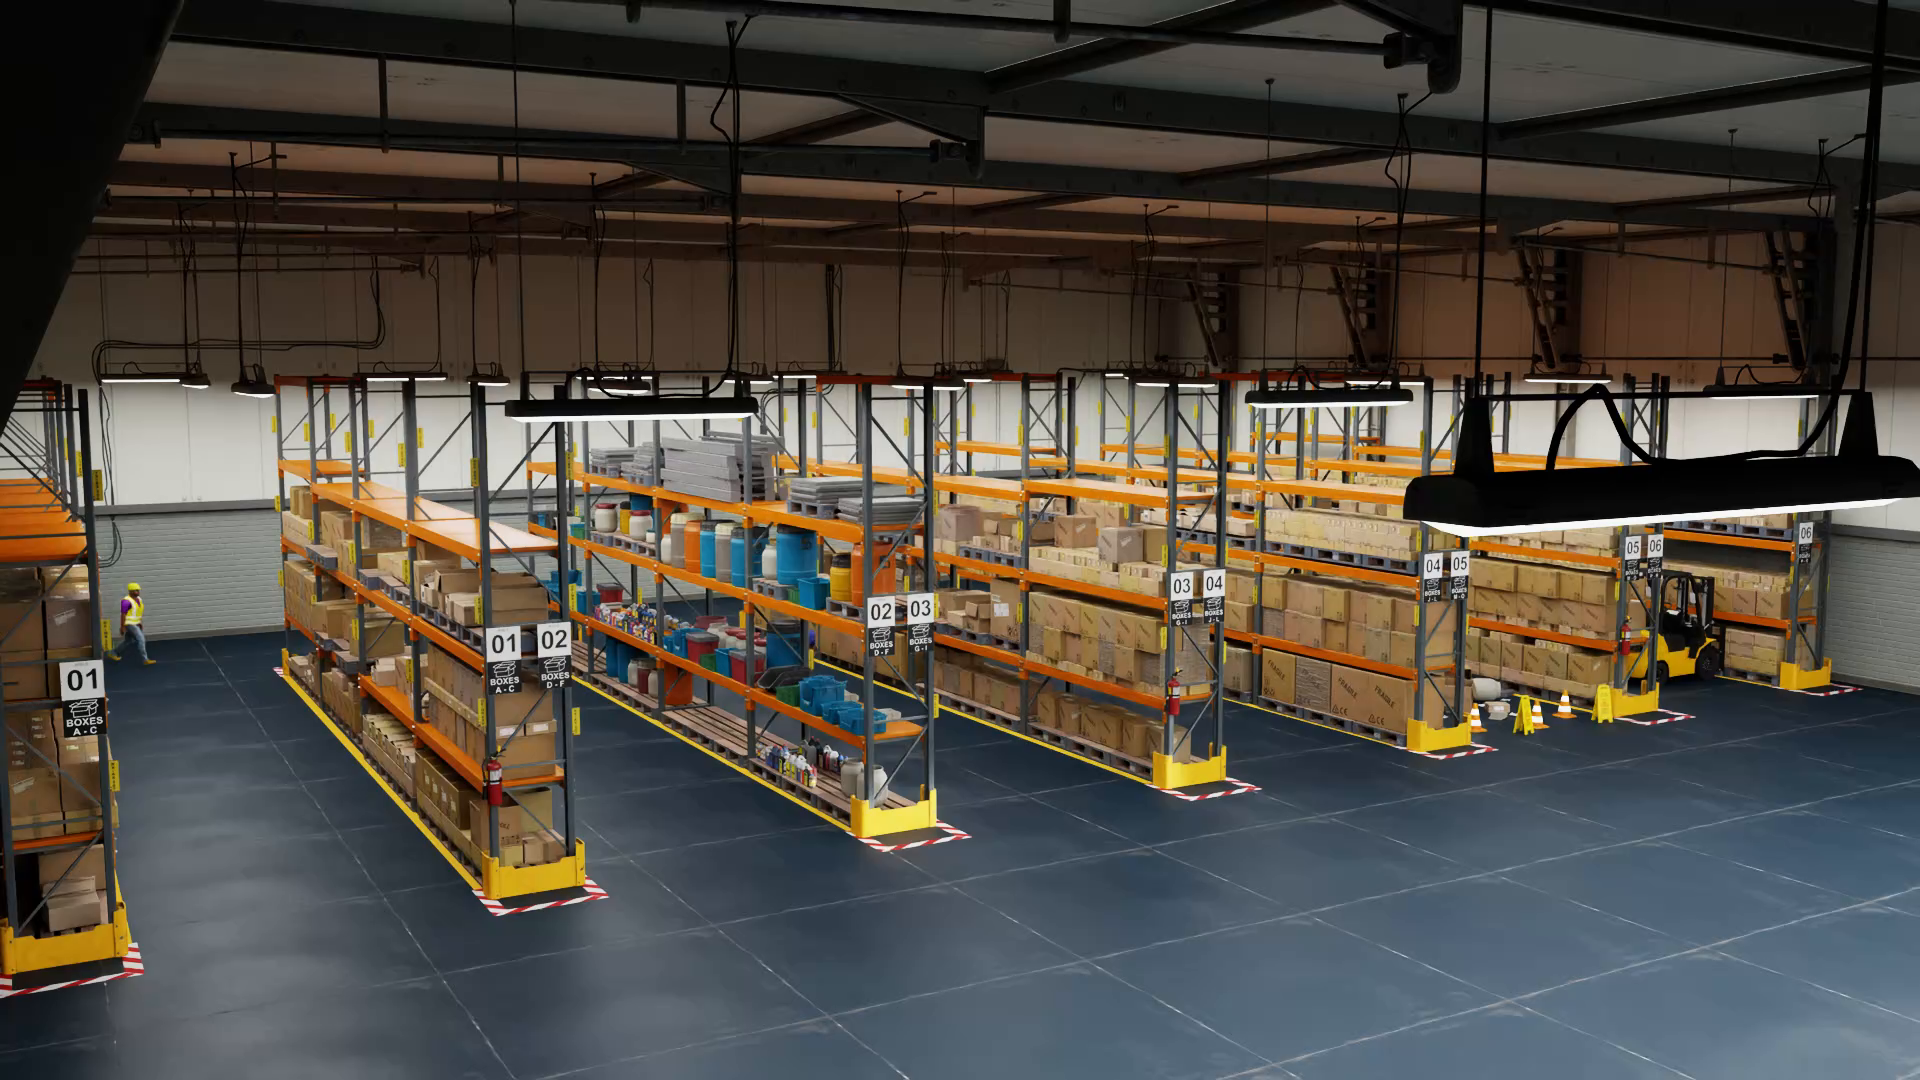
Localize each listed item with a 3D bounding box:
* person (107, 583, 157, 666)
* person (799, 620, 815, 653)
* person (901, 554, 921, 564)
[{"bbox_3d":[-17.113,1.730,34.306,1.085,1.718,0.563,0,6,-4],"label":"person"},{"bbox_3d":[-2.838,2.131,29.819,0.486,1.559,0.525,-3,7,-29],"label":"person"},{"bbox_3d":[-1.272,0.895,41.447,0.613,1.773,0.533,5,8,39],"label":"person"}]
